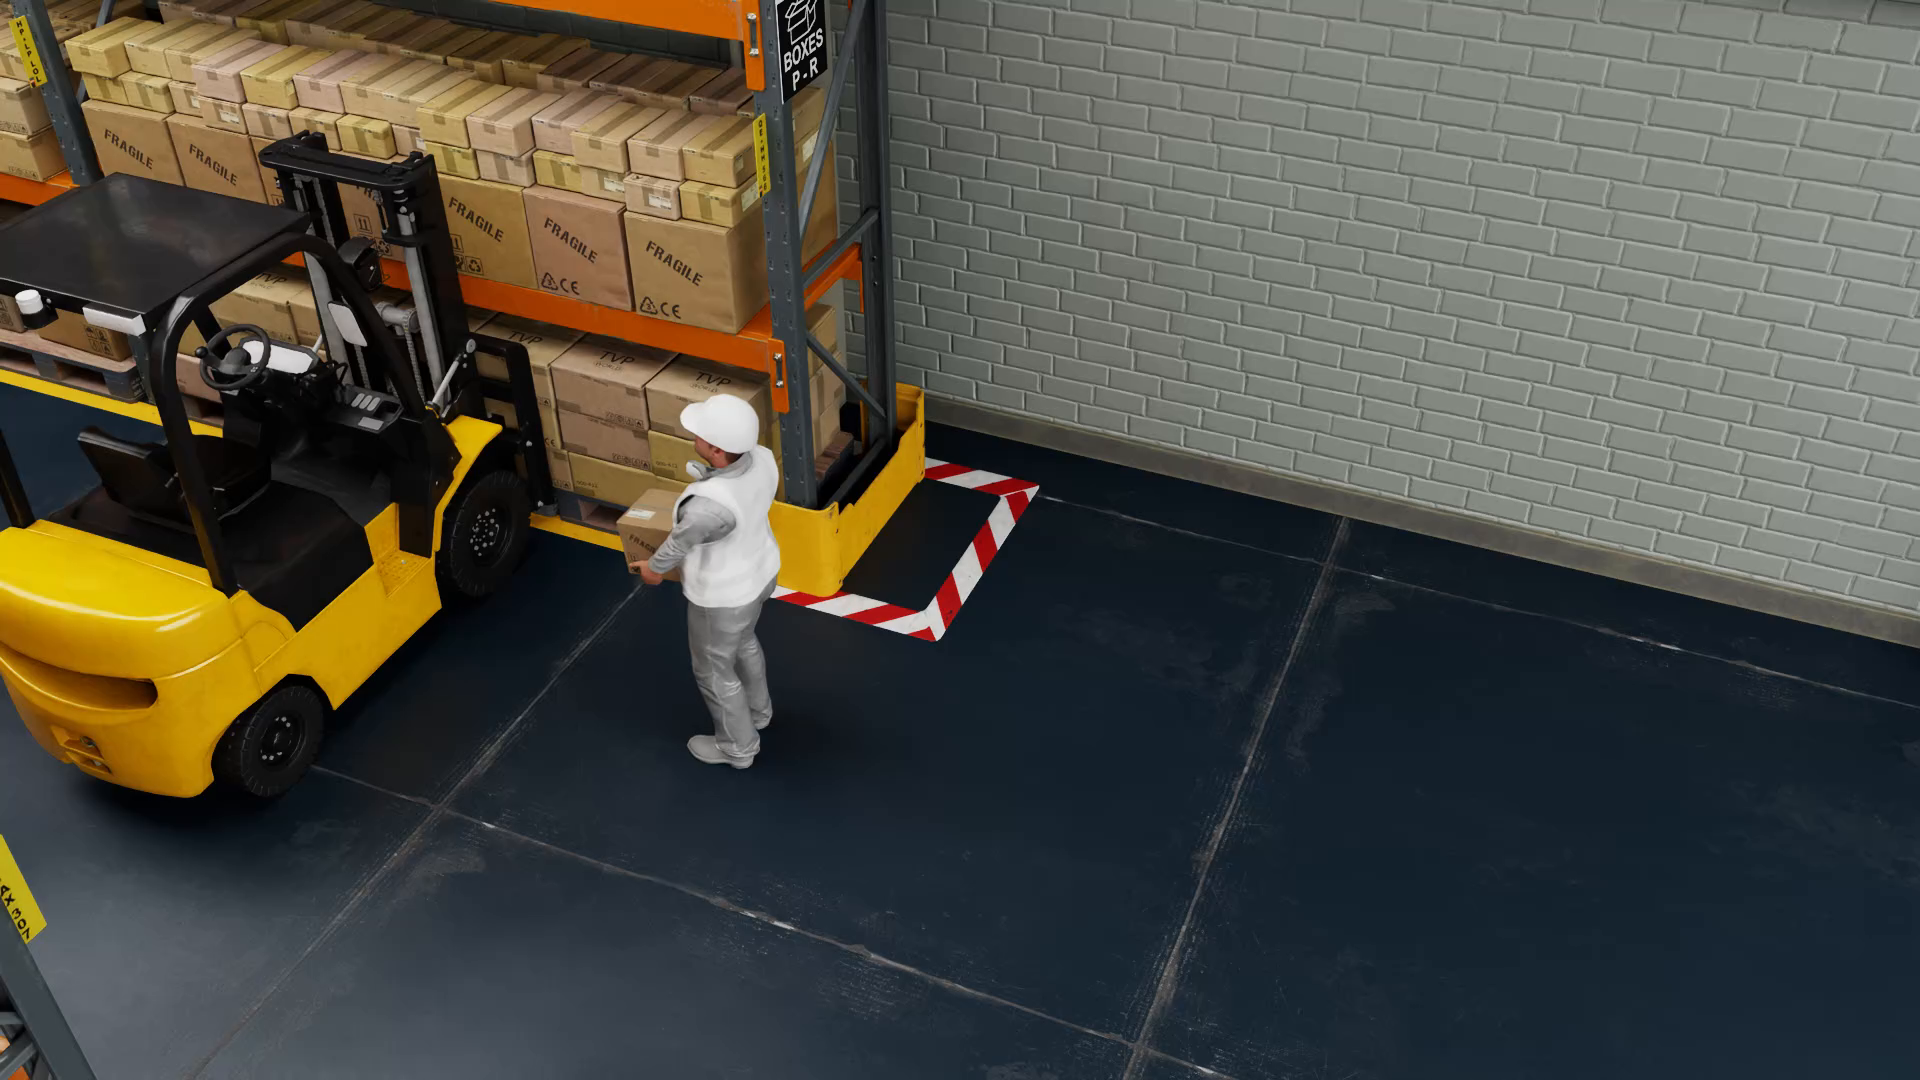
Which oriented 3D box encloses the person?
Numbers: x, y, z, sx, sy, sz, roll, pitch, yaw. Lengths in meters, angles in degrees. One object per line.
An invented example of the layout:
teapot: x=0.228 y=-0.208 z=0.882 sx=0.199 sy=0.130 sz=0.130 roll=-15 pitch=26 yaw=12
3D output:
person: x=-0.943 y=0.160 z=6.587 sx=0.460 sy=1.772 sz=0.590 roll=13 pitch=39 yaw=16
